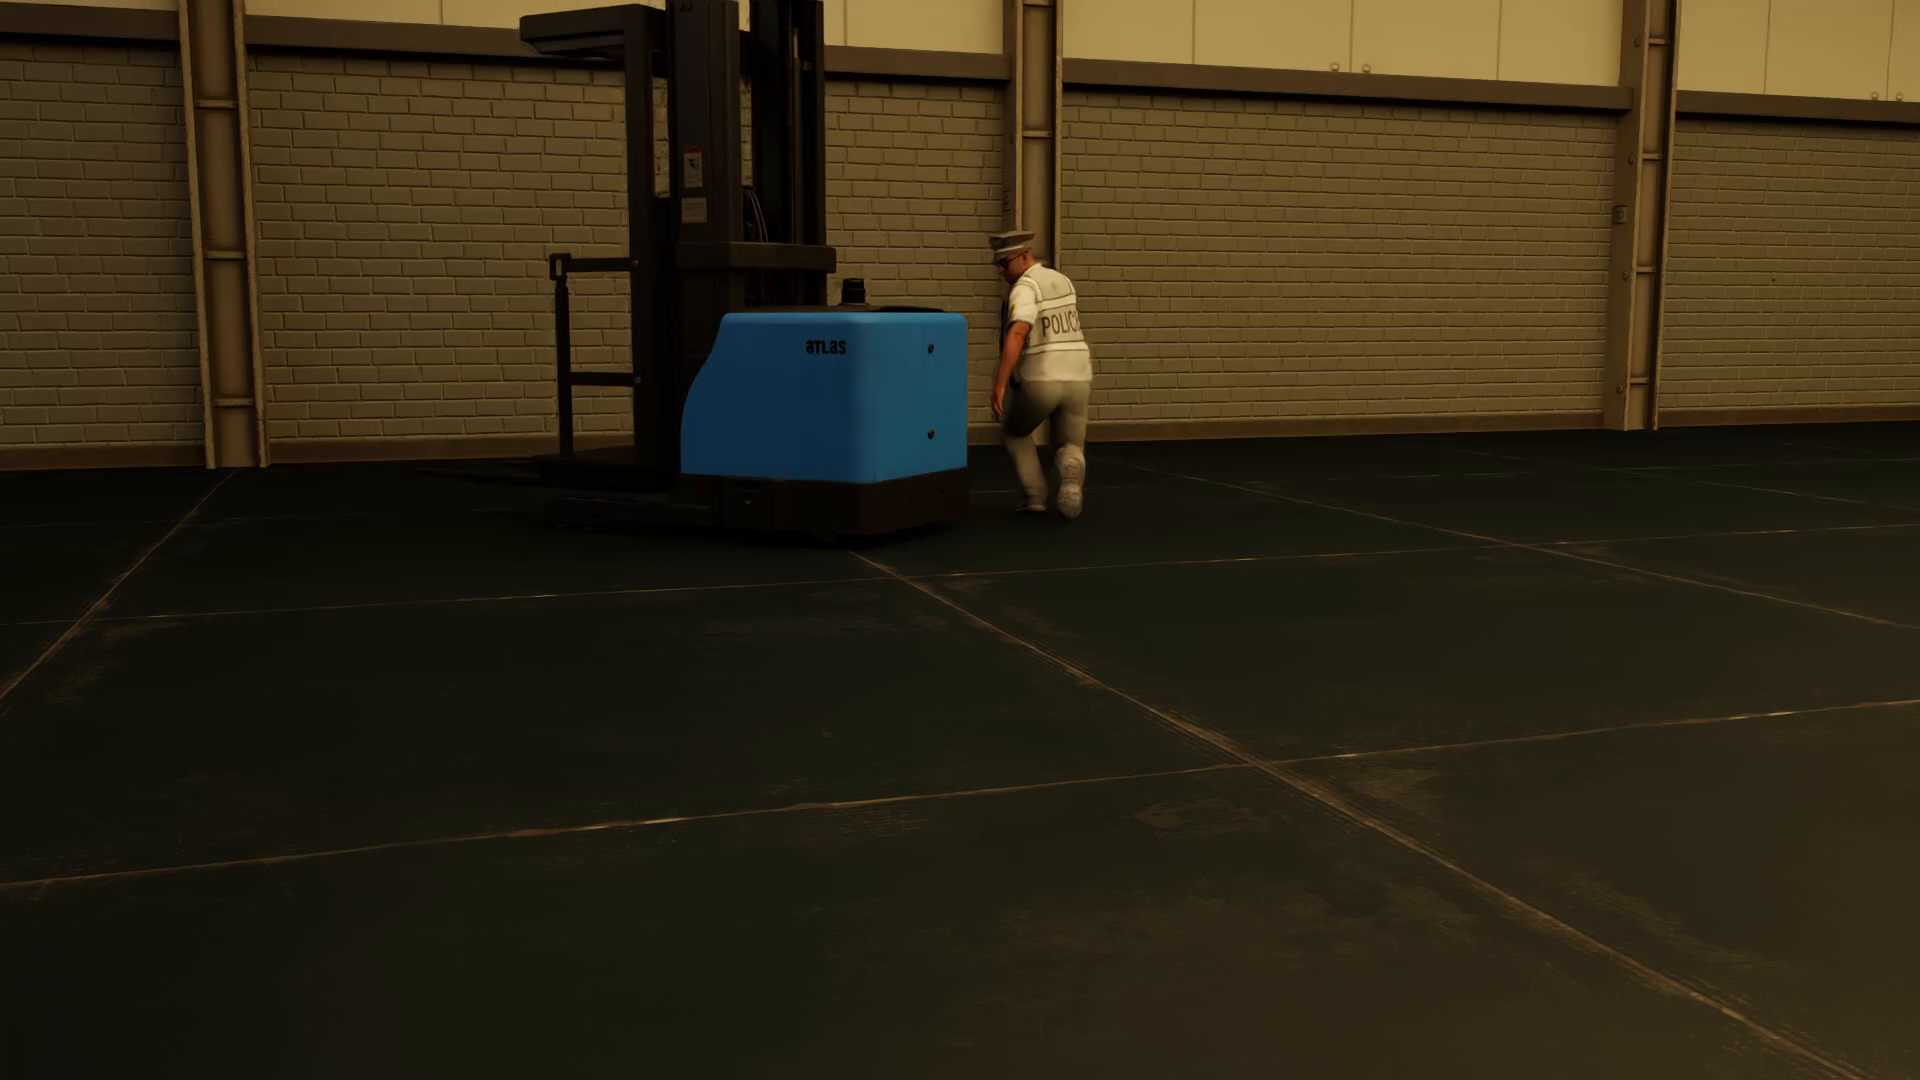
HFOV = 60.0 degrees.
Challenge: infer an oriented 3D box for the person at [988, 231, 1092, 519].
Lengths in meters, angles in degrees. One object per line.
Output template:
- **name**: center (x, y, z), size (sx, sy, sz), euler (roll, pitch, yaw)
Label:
- **person**: center (0.398, -0.869, 8.839), size (0.654, 1.531, 0.830), euler (-4, 9, -26)

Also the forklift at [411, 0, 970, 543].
- **forklift**: center (-1.496, -1.552, 8.460), size (3.031, 2.935, 1.130), euler (4, 9, 28)
